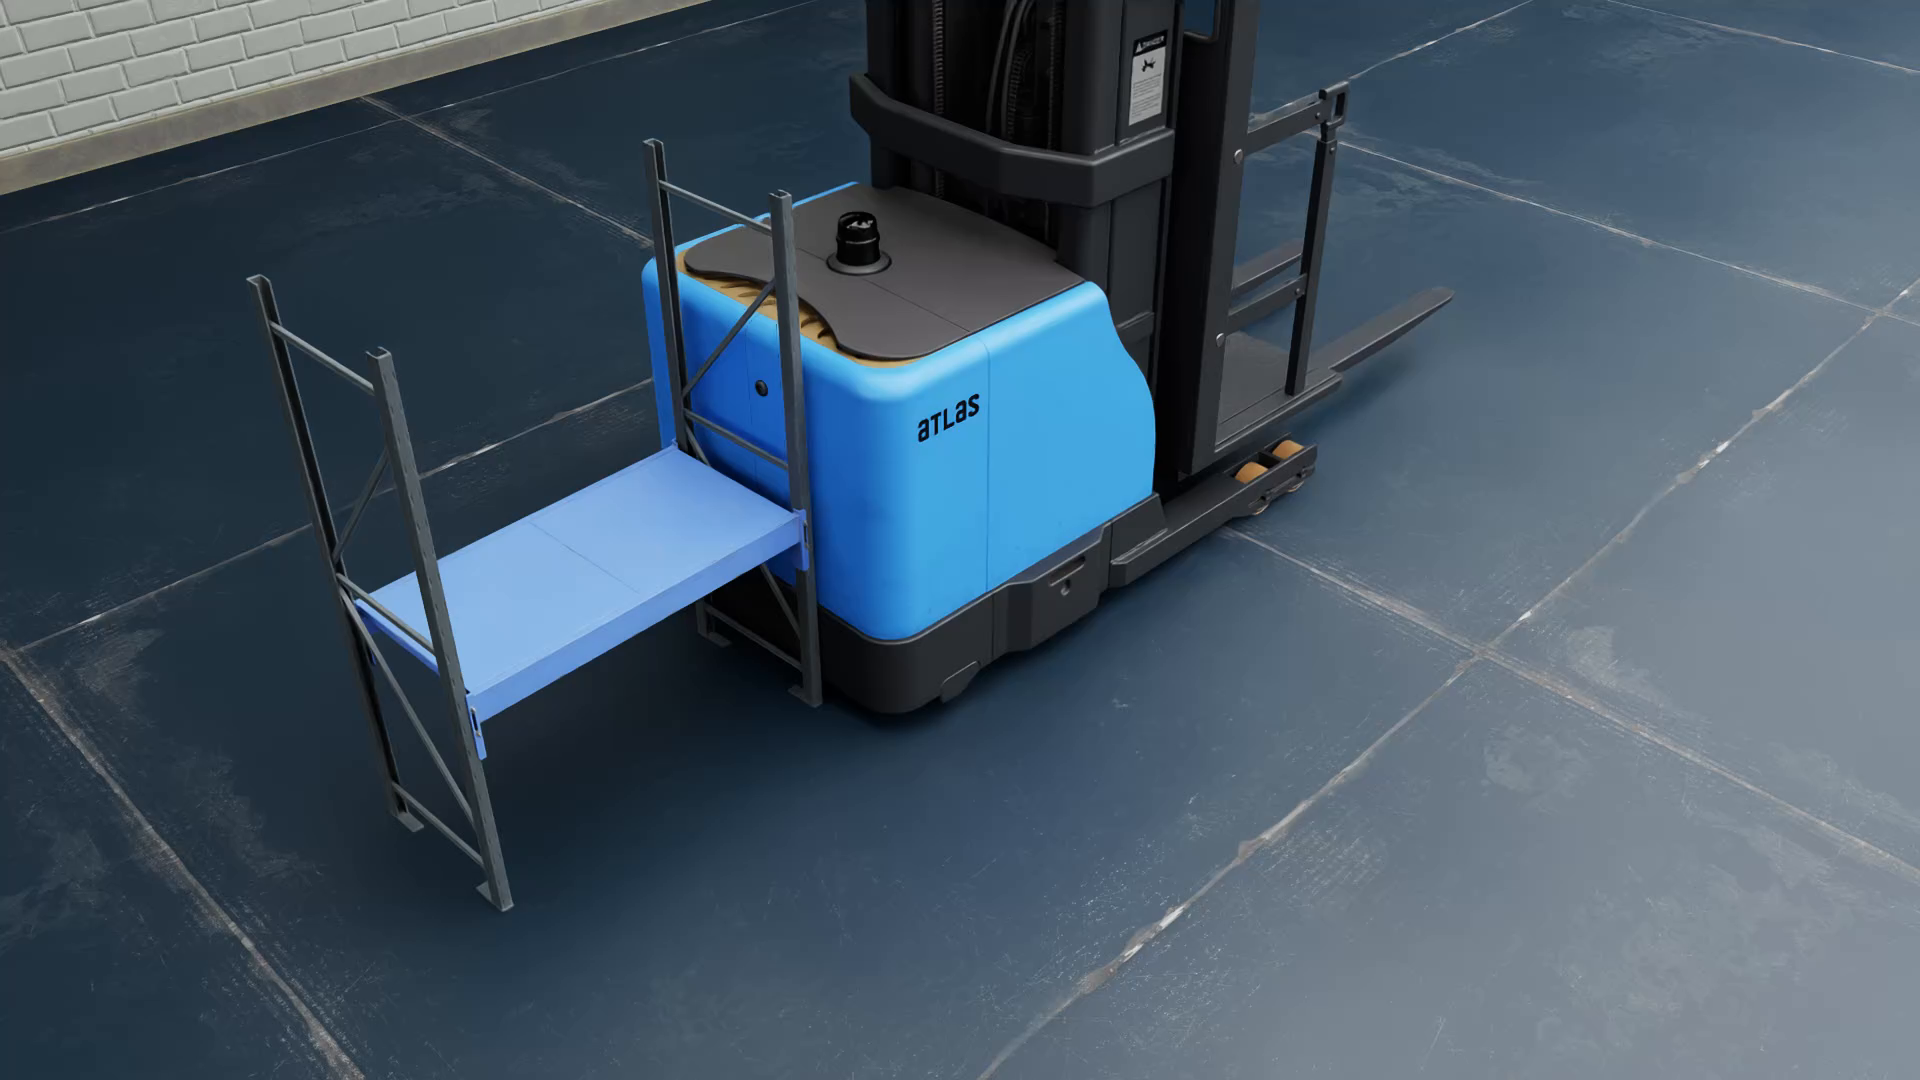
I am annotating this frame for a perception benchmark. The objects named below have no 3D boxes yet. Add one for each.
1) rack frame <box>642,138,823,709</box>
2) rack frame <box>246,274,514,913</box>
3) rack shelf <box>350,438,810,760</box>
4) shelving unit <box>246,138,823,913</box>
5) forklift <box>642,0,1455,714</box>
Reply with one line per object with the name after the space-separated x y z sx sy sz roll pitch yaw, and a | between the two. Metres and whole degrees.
-0.572 -0.253 4.302 0.500 1.500 0.032 28 44 34 | rack frame
-1.264 0.173 3.691 0.500 1.500 0.032 28 44 34 | rack frame
-0.918 0.108 4.099 0.538 0.185 1.000 28 44 34 | rack shelf
-0.918 -0.040 3.996 0.538 1.500 1.048 28 44 34 | shelving unit
0.530 -1.472 4.799 3.031 2.935 1.130 -29 44 -35 | forklift
